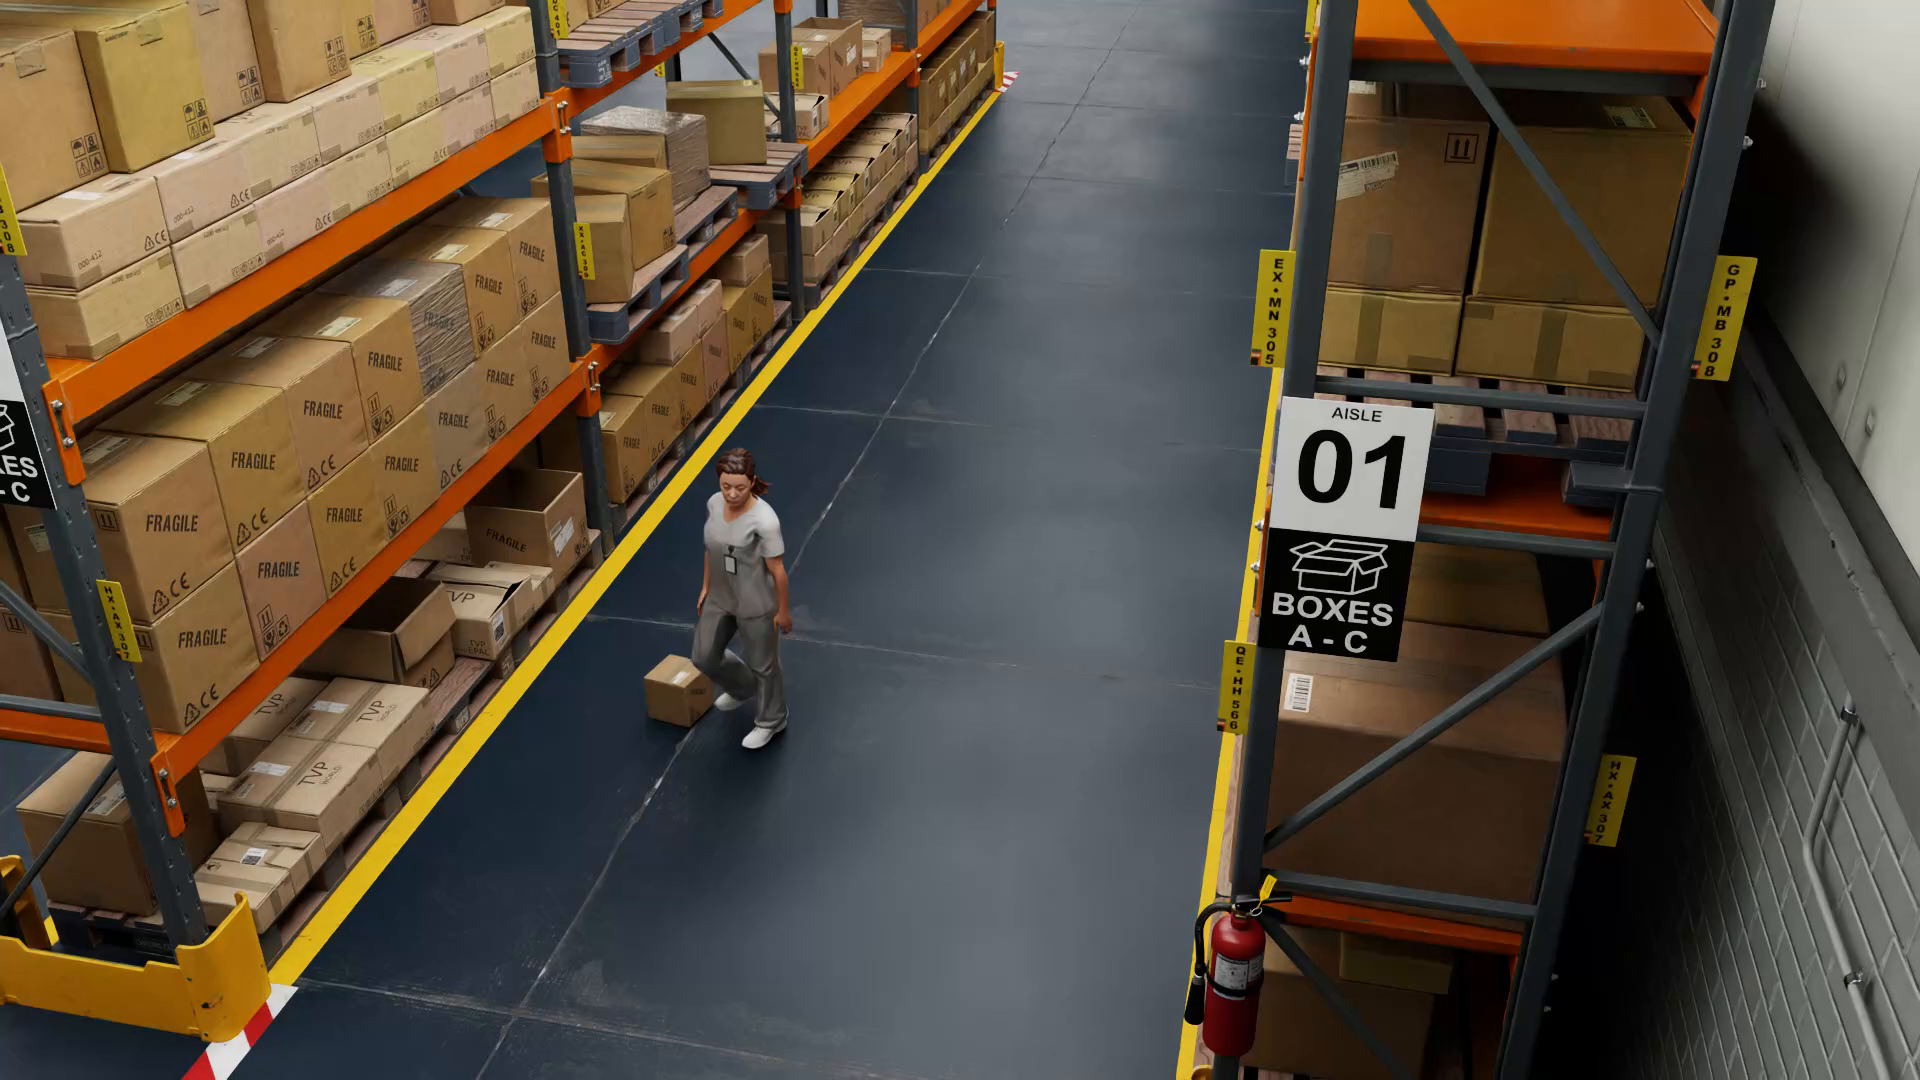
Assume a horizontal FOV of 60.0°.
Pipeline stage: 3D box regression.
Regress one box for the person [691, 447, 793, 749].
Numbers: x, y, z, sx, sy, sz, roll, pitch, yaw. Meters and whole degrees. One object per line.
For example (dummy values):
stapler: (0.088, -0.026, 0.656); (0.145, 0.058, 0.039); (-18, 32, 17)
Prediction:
person: (-1.058, 0.274, 8.081); (0.595, 1.667, 0.434); (20, 34, 31)
